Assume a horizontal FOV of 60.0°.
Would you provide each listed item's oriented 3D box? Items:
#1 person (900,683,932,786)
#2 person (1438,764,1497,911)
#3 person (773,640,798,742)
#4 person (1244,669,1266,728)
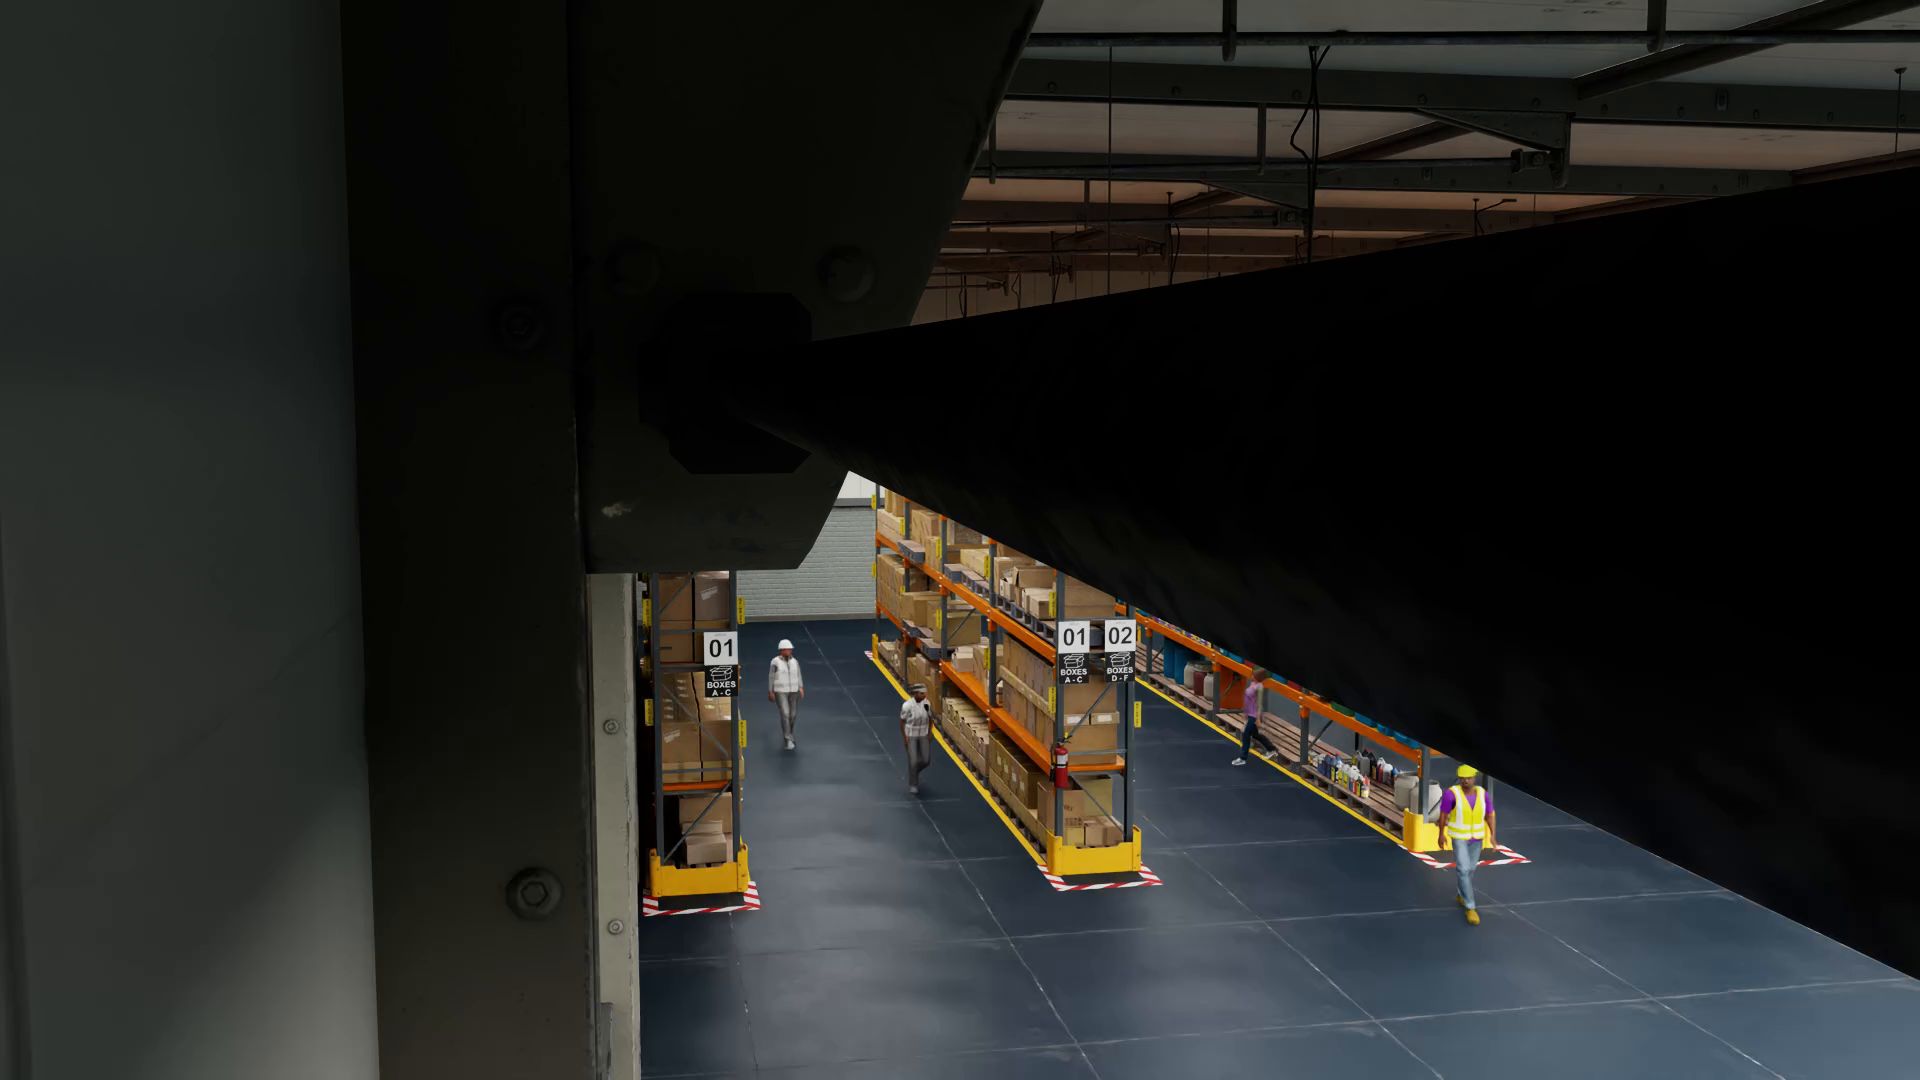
[{"bbox_3d":[-0.670,2.906,25.000,0.514,1.583,0.497,-3,6,-25],"label":"person"},{"bbox_3d":[5.918,3.424,19.347,0.590,1.660,0.726,-1,6,-7],"label":"person"},{"bbox_3d":[-2.917,2.540,28.119,0.446,1.678,0.635,-4,7,-34],"label":"person"},{"bbox_3d":[4.706,2.509,26.555,0.321,0.939,0.442,-1,6,-13],"label":"person"}]
